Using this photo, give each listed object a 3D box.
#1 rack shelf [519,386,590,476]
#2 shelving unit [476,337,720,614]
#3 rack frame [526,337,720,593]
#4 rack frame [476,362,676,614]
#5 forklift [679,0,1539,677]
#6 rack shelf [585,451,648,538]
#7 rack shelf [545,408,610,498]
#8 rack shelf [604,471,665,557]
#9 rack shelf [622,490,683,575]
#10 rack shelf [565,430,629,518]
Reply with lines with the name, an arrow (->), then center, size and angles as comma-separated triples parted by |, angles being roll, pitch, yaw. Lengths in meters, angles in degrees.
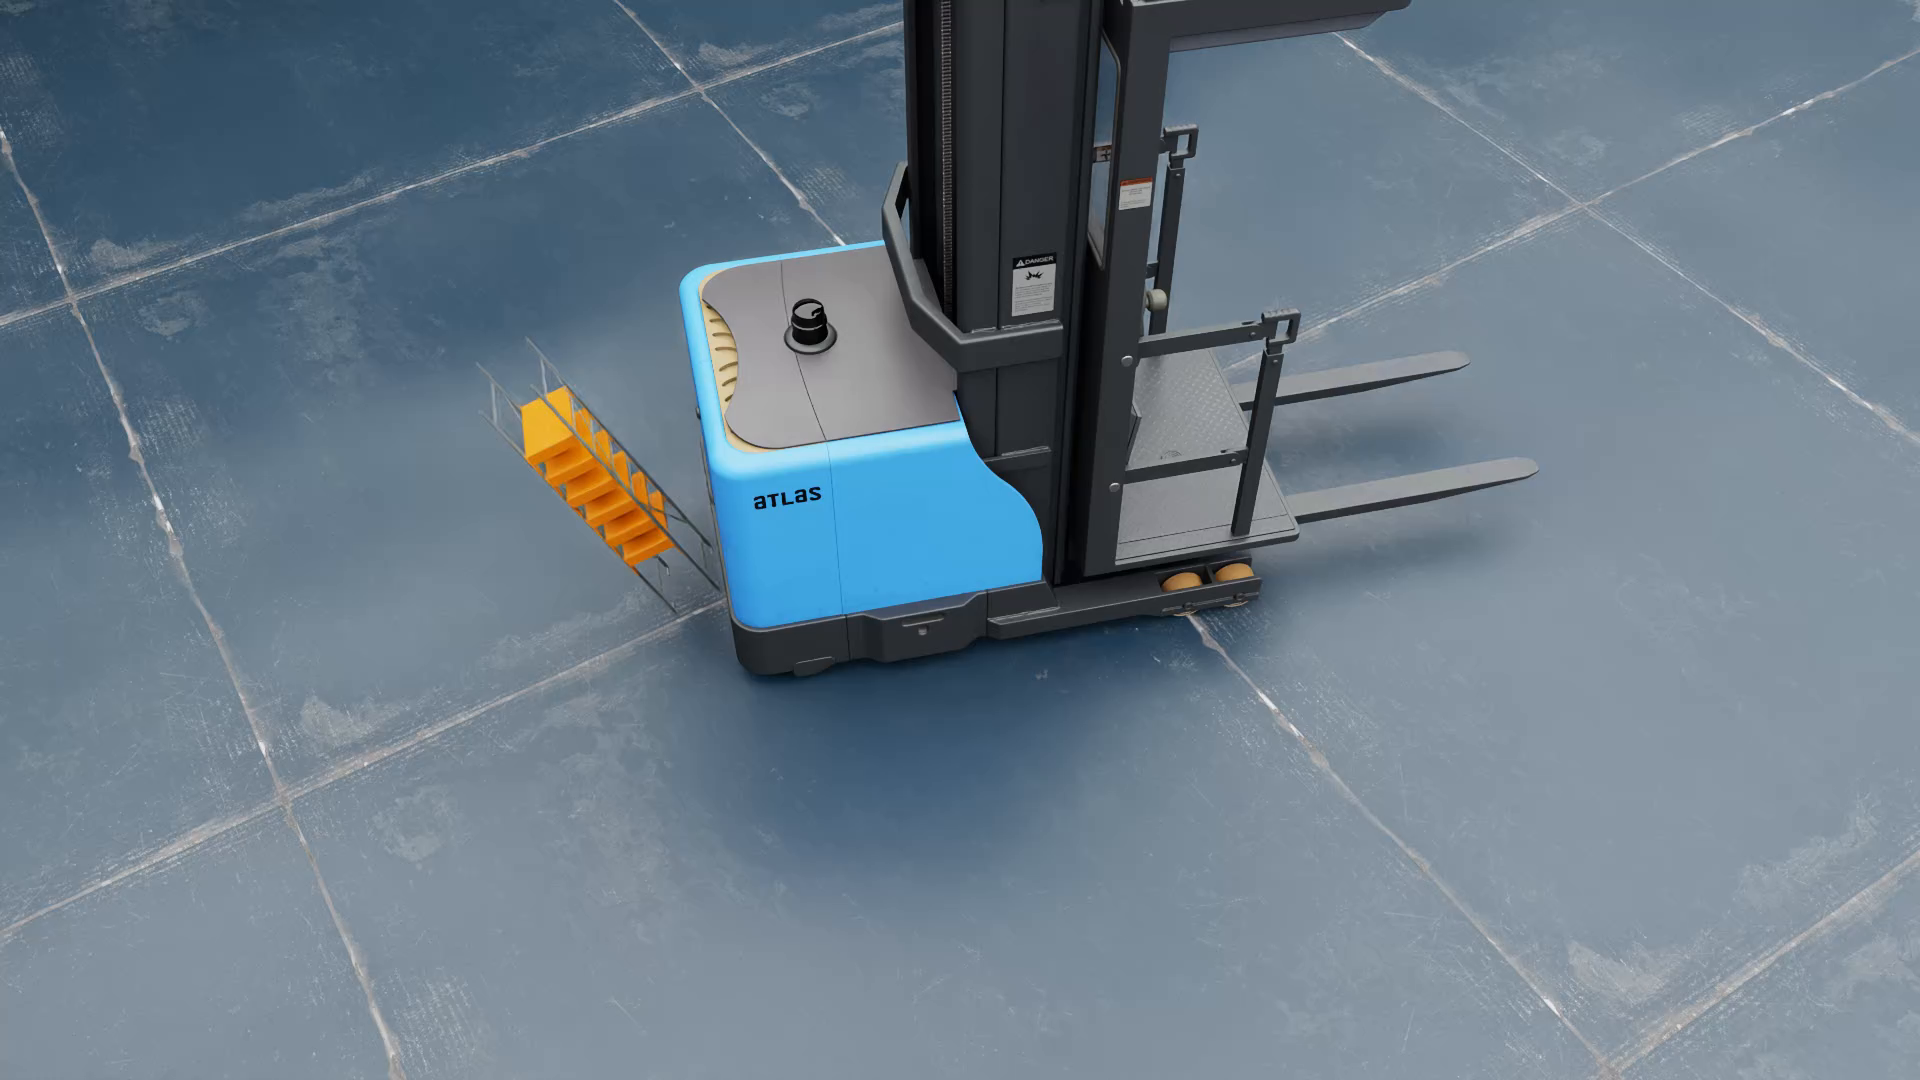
rack shelf -> -1.314, -0.359, 5.387 | 0.180, 0.103, 0.258 | -25, 49, 8
shelving unit -> -1.197, -0.186, 5.624 | 0.189, 1.200, 0.258 | -25, 49, 8
rack frame -> -1.115, -0.224, 5.611 | 0.006, 1.200, 0.240 | -25, 49, 8
rack frame -> -1.280, -0.148, 5.637 | 0.006, 1.200, 0.240 | -25, 49, 8
forklift -> 0.607, -1.078, 5.247 | 3.031, 2.935, 1.130 | -10, 49, -8
rack shelf -> -1.181, -0.162, 5.657 | 0.180, 0.103, 0.258 | -25, 49, 8
rack shelf -> -1.270, -0.293, 5.477 | 0.180, 0.103, 0.258 | -25, 49, 8
rack shelf -> -1.136, -0.096, 5.747 | 0.180, 0.103, 0.258 | -25, 49, 8
rack shelf -> -1.092, -0.031, 5.837 | 0.180, 0.103, 0.258 | -25, 49, 8
rack shelf -> -1.225, -0.228, 5.567 | 0.180, 0.103, 0.258 | -25, 49, 8
